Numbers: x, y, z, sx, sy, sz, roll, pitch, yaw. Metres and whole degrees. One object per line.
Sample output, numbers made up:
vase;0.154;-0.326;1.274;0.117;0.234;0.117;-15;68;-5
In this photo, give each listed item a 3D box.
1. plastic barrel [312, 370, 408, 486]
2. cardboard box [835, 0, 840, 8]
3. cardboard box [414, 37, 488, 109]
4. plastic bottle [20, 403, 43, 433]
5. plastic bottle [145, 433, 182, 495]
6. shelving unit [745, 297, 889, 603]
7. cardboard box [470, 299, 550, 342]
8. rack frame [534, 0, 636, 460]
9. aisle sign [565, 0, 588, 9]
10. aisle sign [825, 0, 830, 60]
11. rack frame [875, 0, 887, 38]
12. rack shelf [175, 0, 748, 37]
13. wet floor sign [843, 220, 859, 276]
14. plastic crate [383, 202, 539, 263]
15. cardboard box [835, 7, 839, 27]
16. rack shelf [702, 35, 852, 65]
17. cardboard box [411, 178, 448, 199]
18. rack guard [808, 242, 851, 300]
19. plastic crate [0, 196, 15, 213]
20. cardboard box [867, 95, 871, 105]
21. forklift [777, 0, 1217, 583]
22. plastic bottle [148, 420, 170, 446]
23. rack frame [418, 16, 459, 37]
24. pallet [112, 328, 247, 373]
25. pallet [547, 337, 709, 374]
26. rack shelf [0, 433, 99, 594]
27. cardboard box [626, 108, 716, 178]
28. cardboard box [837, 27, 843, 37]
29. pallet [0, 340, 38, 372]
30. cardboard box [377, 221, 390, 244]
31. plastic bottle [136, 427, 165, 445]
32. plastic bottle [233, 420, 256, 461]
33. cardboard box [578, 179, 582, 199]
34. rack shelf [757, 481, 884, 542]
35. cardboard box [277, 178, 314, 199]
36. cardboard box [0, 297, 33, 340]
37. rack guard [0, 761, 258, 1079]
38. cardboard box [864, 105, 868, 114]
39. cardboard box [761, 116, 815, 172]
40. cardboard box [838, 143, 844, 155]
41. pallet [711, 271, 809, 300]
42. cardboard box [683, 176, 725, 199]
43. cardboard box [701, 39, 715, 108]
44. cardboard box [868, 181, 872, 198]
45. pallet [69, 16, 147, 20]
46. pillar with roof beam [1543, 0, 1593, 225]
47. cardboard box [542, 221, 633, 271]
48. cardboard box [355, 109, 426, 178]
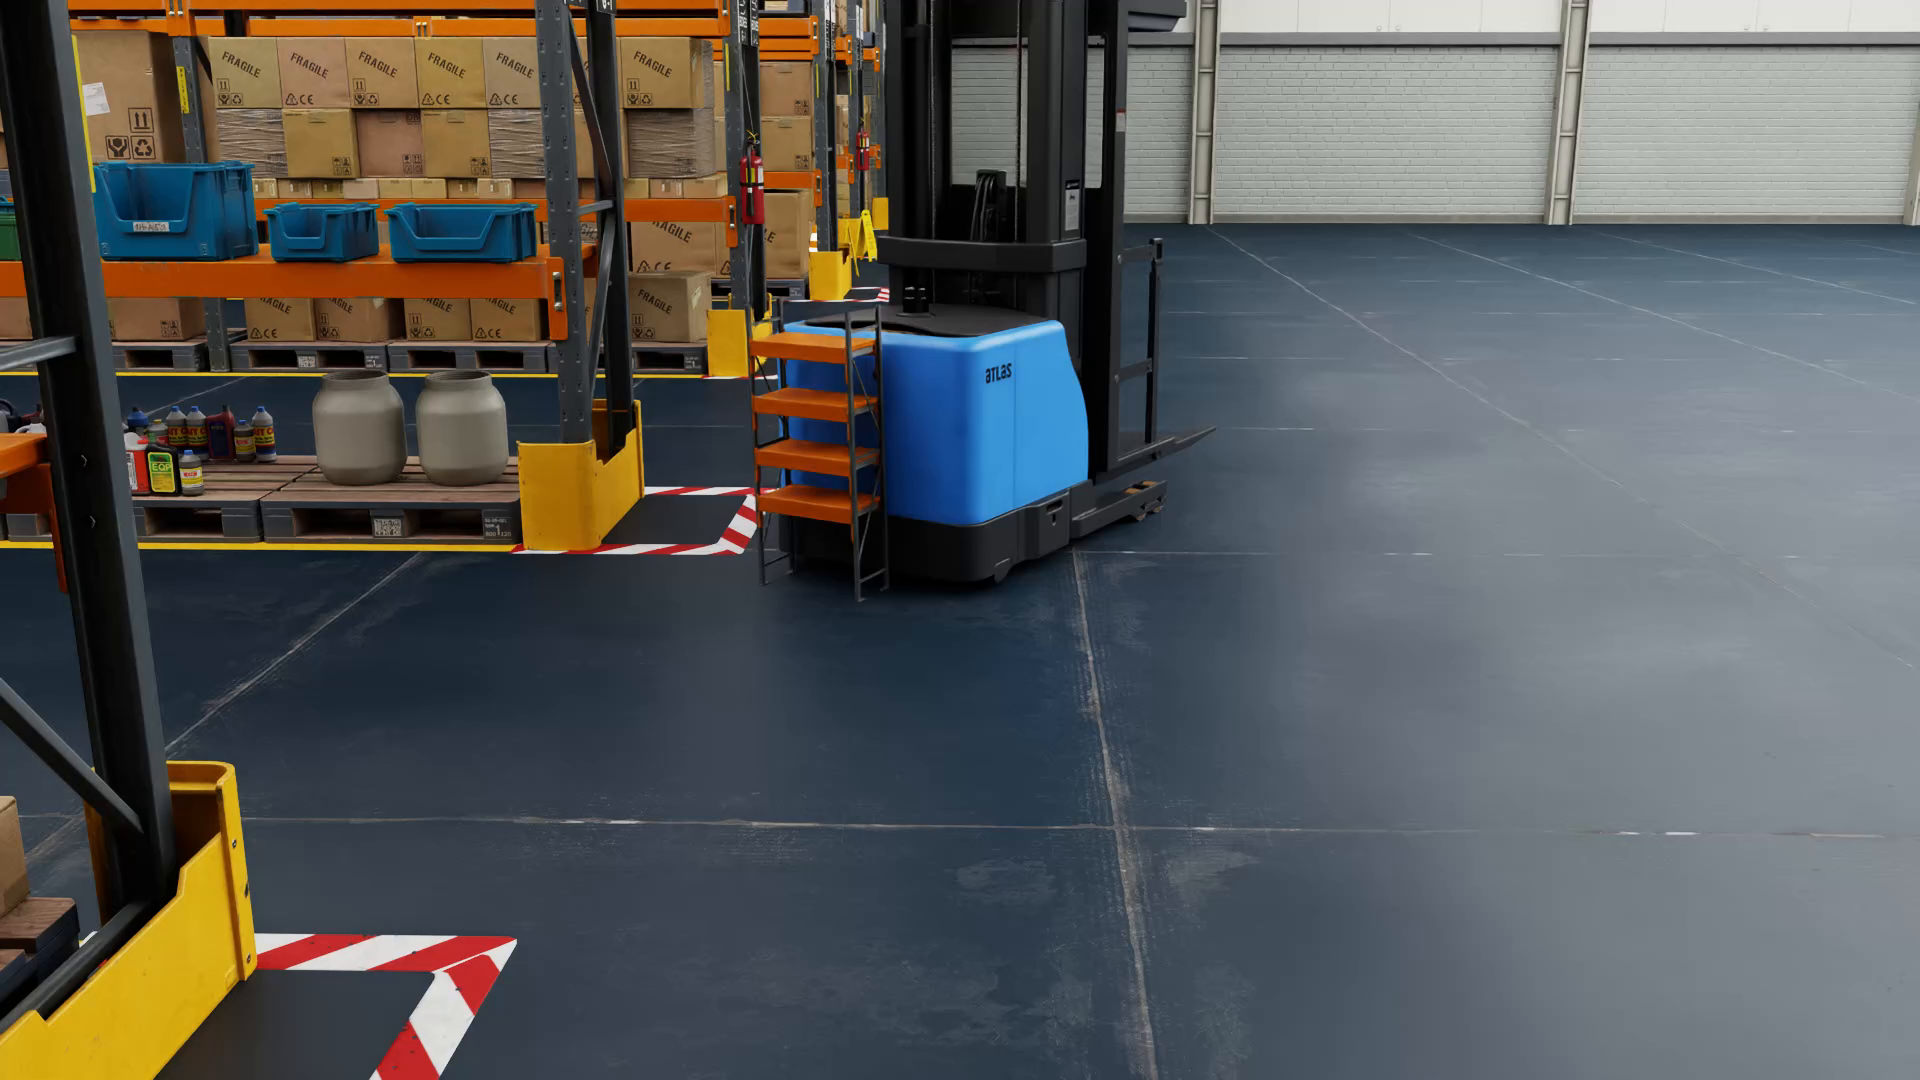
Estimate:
plastic barrel;-2.922;-0.549;8.095;0.421;0.512;0.421;0;15;0
cardboard box;-1.731;-7.120;21.996;0.250;0.149;0.380;0;15;1
cardboard box;-3.690;-3.451;12.302;0.500;0.500;0.500;0;15;1
plastic bottle;-4.752;-0.564;8.560;0.133;0.283;0.061;1;15;5
plastic bottle;-3.725;-0.356;7.774;0.133;0.283;0.061;1;15;3
shelving unit;-0.587;-0.378;6.903;0.503;1.200;0.258;8;19;29
cardboard box;-3.482;-1.831;12.976;0.500;0.500;0.500;2;15;7
rack frame;-1.761;-1.561;7.876;0.127;3.000;1.000;0;15;1
aisle sign;-1.696;-2.742;7.256;0.004;0.787;0.394;0;15;1
aisle sign;-1.343;-5.268;16.832;0.004;0.787;0.394;0;15;1
rack frame;-1.258;-9.518;26.275;0.127;3.000;1.000;0;15;1
rack shelf;-3.634;-3.940;12.422;4.000;0.370;1.077;0;15;1
wet floor sign;-1.327;-3.455;19.669;0.232;0.644;0.267;-2;15;-8
plastic crate;-2.269;-1.416;7.618;0.616;0.251;0.499;0;15;1
cardboard box;-1.877;-6.944;22.111;0.500;0.250;0.500;0;15;0
rack shelf;-3.380;-6.467;22.001;4.000;0.370;1.077;0;15;1
cardboard box;-3.926;-2.644;12.474;0.250;0.149;0.380;0;15;1
rack guard;-1.383;-2.879;17.774;0.348;0.500;1.175;0;15;1
plastic crate;-4.646;-1.577;8.229;0.616;0.251;0.499;0;15;1
cardboard box;-1.588;-7.180;27.122;0.250;0.149;0.380;0;15;0
forklift;0.388;-1.562;8.016;1.130;2.935;3.031;9;17;30
plastic bottle;-4.107;-0.515;8.536;0.097;0.201;0.097;0;15;0
rack frame;-5.405;-4.114;17.554;0.127;3.000;1.000;0;15;1
pallet;-6.411;-1.506;13.136;1.213;0.211;1.003;0;15;1
pallet;-2.521;-1.491;13.076;1.213;0.211;1.003;0;15;1
rack shelf;-3.890;0.037;3.230;4.000;0.370;1.077;0;15;1
cardboard box;-2.183;-3.027;12.653;0.500;0.500;0.875;0;15;1
cardboard box;-1.704;-6.765;22.214;0.250;0.149;0.380;0;15;1
pallet;-7.634;-1.514;13.164;1.213;0.211;1.003;0;15;1
cardboard box;-6.028;-3.211;17.716;0.750;0.750;1.050;0;15;1
plastic bottle;-3.857;-0.396;7.924;0.133;0.283;0.061;0;15;1
plastic bottle;-3.669;-0.513;8.526;0.097;0.201;0.097;0;15;0
cardboard box;-2.924;-2.660;12.534;0.250;0.149;0.380;0;15;1
rack shelf;-0.583;-0.123;6.978;0.480;0.148;0.258;8;19;29
cardboard box;-4.925;-2.651;12.500;0.250;0.149;0.380;0;15;1
cardboard box;-7.282;-1.875;13.105;0.500;0.500;0.700;-1;15;-3
rack guard;-1.867;0.911;3.407;0.348;0.500;1.175;0;15;1
cardboard box;-1.612;-6.910;26.683;0.250;0.149;0.380;1;15;2
cardboard box;-1.779;-4.152;17.402;0.550;0.550;0.875;0;15;1
cardboard box;-1.715;-5.285;22.483;0.250;0.149;0.380;0;15;2
pallet;-2.208;-2.725;17.755;1.213;0.211;1.003;0;15;1
cardboard box;-1.924;-2.652;12.503;0.250;0.149;0.380;0;15;1
cardboard box;-2.177;-3.573;12.763;0.500;0.500;0.500;0;15;1
cardboard box;-1.723;-5.788;27.487;0.500;0.250;0.500;1;15;2
pallet;-8.759;-5.509;17.330;1.003;0.211;1.213;1;15;4
pillar with roof beam;9.955;-8.576;22.706;0.400;9.000;9.100;0;15;1
cardboard box;-3.877;-3.263;17.670;0.875;0.875;0.875;0;15;2
cardboard box;-4.183;-3.034;12.680;0.500;0.500;0.875;0;15;1
